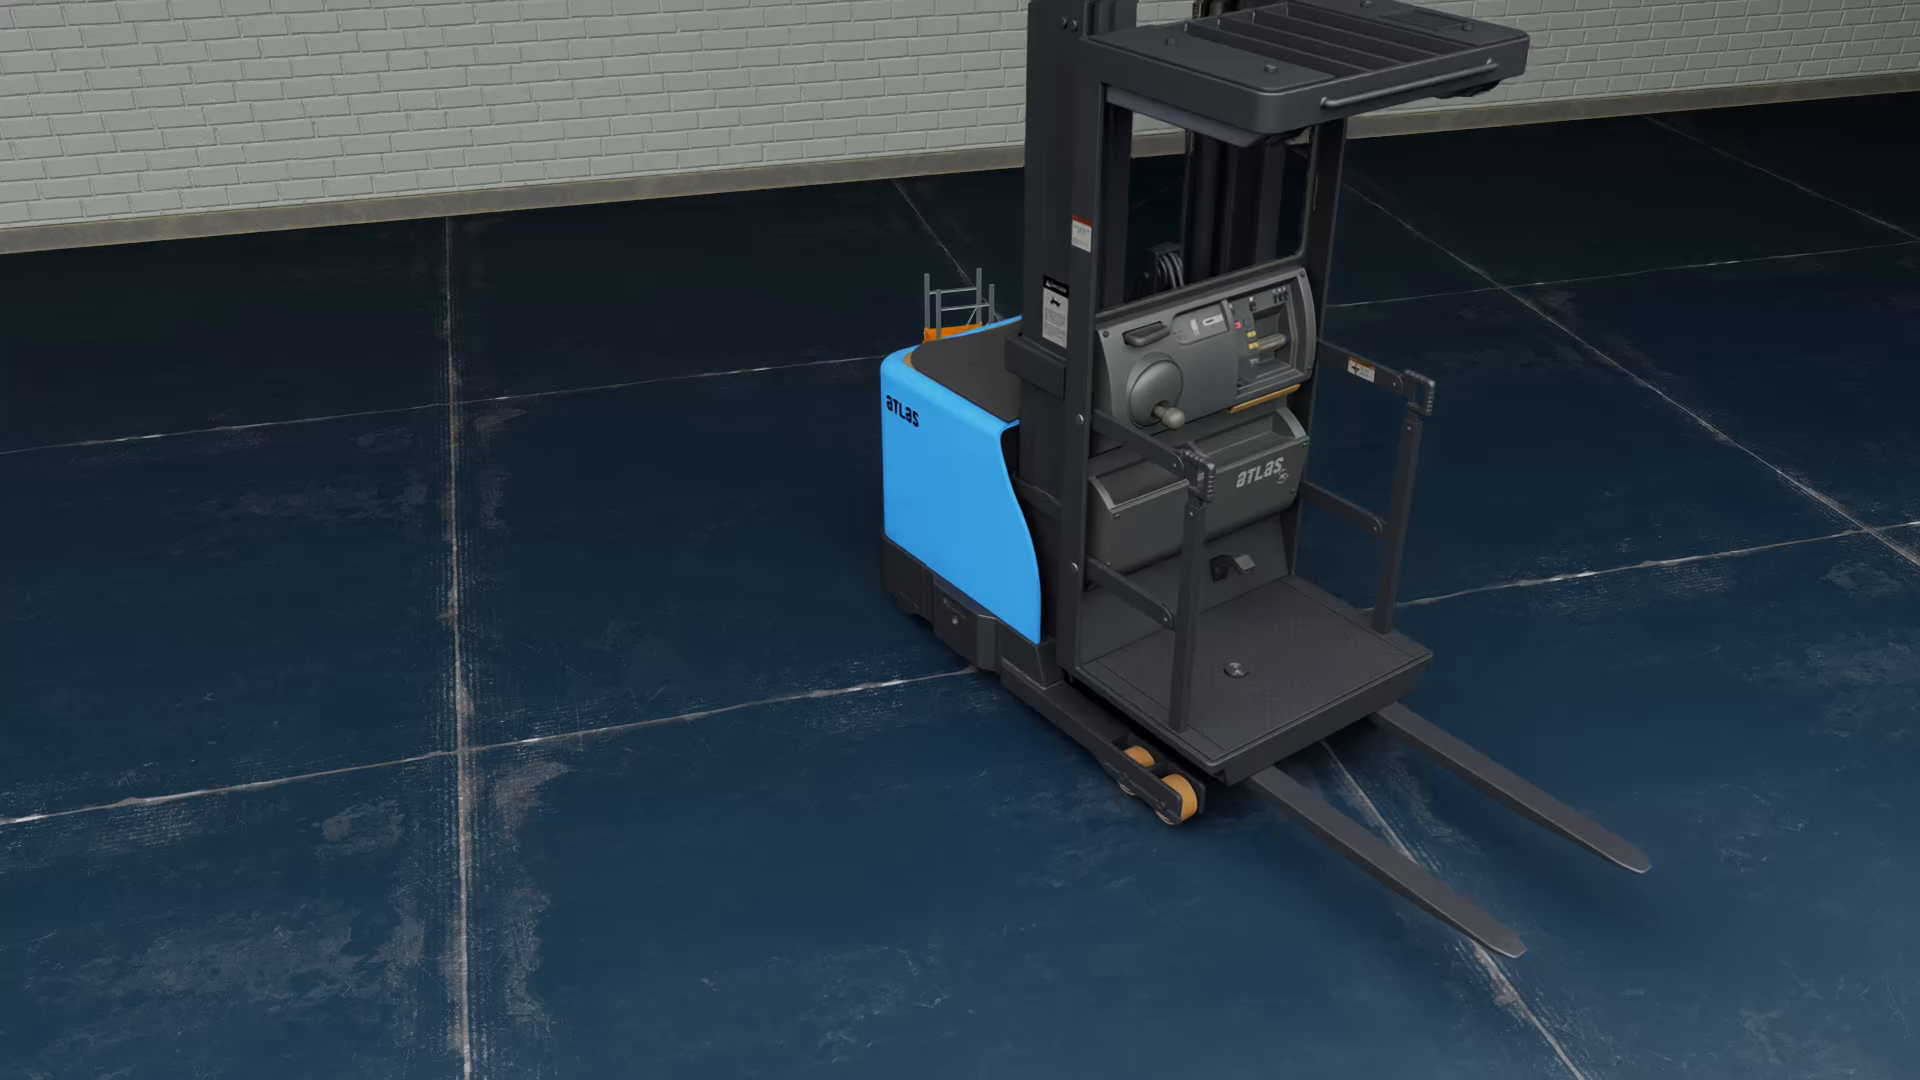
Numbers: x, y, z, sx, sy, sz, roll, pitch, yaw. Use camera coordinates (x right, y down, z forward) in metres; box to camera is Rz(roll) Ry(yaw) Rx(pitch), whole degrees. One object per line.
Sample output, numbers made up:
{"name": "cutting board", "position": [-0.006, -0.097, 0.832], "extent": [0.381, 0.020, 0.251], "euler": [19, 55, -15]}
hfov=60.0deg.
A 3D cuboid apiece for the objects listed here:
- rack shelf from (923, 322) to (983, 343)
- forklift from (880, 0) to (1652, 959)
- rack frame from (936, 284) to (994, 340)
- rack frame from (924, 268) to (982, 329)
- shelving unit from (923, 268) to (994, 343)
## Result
{"name": "rack shelf", "position": [-0.004, -0.799, 6.803], "extent": [0.258, 0.103, 0.180], "euler": [-8, 31, -13]}
{"name": "forklift", "position": [0.956, -0.591, 5.346], "extent": [1.130, 2.935, 3.031], "euler": [-20, 36, -31]}
{"name": "rack frame", "position": [0.020, -0.482, 6.885], "extent": [0.240, 1.200, 0.006], "euler": [-8, 31, -13]}
{"name": "rack frame", "position": [-0.028, -0.570, 7.038], "extent": [0.240, 1.200, 0.006], "euler": [-8, 31, -13]}
{"name": "shelving unit", "position": [-0.004, -0.526, 6.961], "extent": [0.258, 1.200, 0.189], "euler": [-8, 31, -13]}
